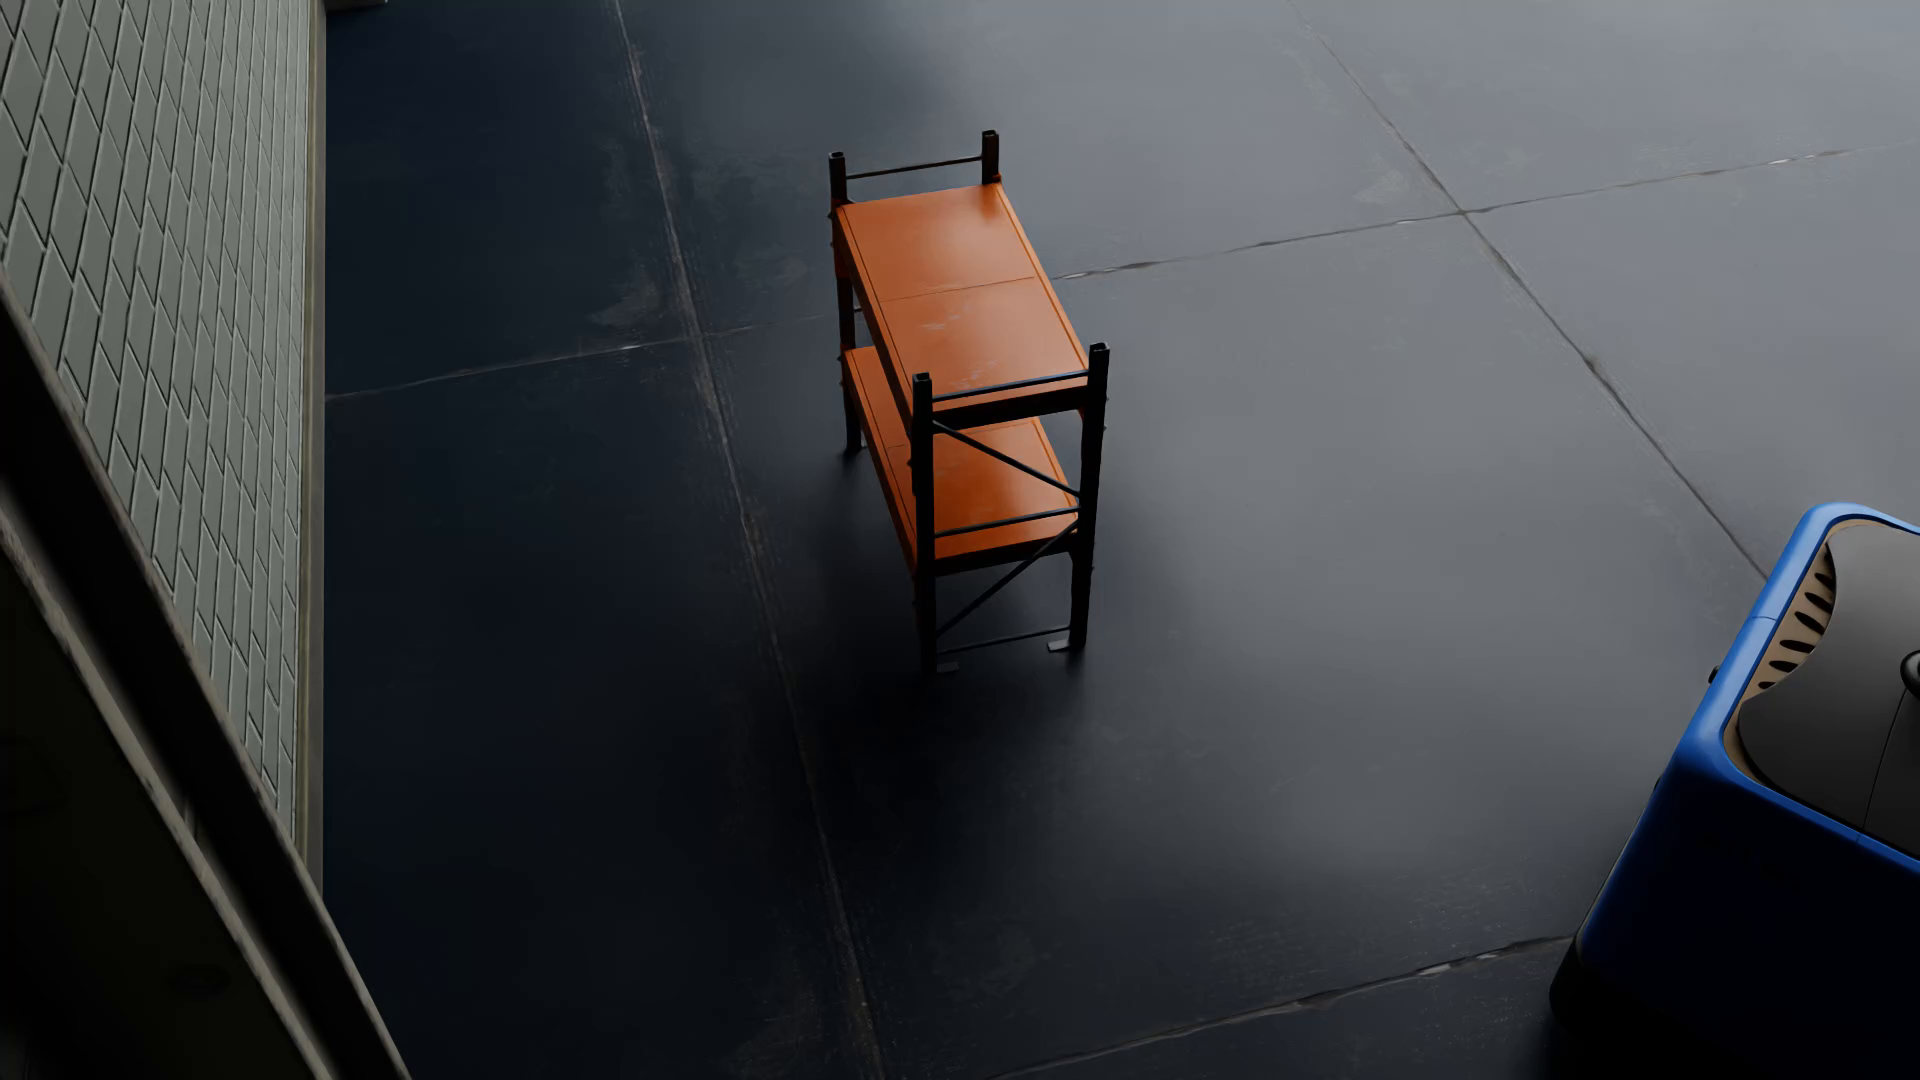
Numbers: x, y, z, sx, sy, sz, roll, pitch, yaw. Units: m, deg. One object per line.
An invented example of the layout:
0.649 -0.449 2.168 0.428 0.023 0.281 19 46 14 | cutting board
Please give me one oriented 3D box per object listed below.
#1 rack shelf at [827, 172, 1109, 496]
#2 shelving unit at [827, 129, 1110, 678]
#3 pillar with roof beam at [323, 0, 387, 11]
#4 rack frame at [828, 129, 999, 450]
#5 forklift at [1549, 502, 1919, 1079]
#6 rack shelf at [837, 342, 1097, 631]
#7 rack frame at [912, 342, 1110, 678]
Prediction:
-0.002 -0.603 4.644 0.538 0.278 1.000 -11 47 -10 | rack shelf
-0.002 -0.398 4.853 0.538 1.125 1.048 -11 47 -10 | shelving unit
1.314 -6.524 5.343 9.100 9.000 0.400 -11 47 -10 | pillar with roof beam
-0.132 -0.749 5.197 0.500 1.125 0.032 -11 47 -10 | rack frame
2.921 0.514 2.694 3.031 2.935 1.130 28 52 25 | forklift
-0.002 -0.227 5.027 0.538 0.278 1.000 -11 47 -10 | rack shelf
0.128 -0.047 4.509 0.500 1.125 0.032 -11 47 -10 | rack frame
